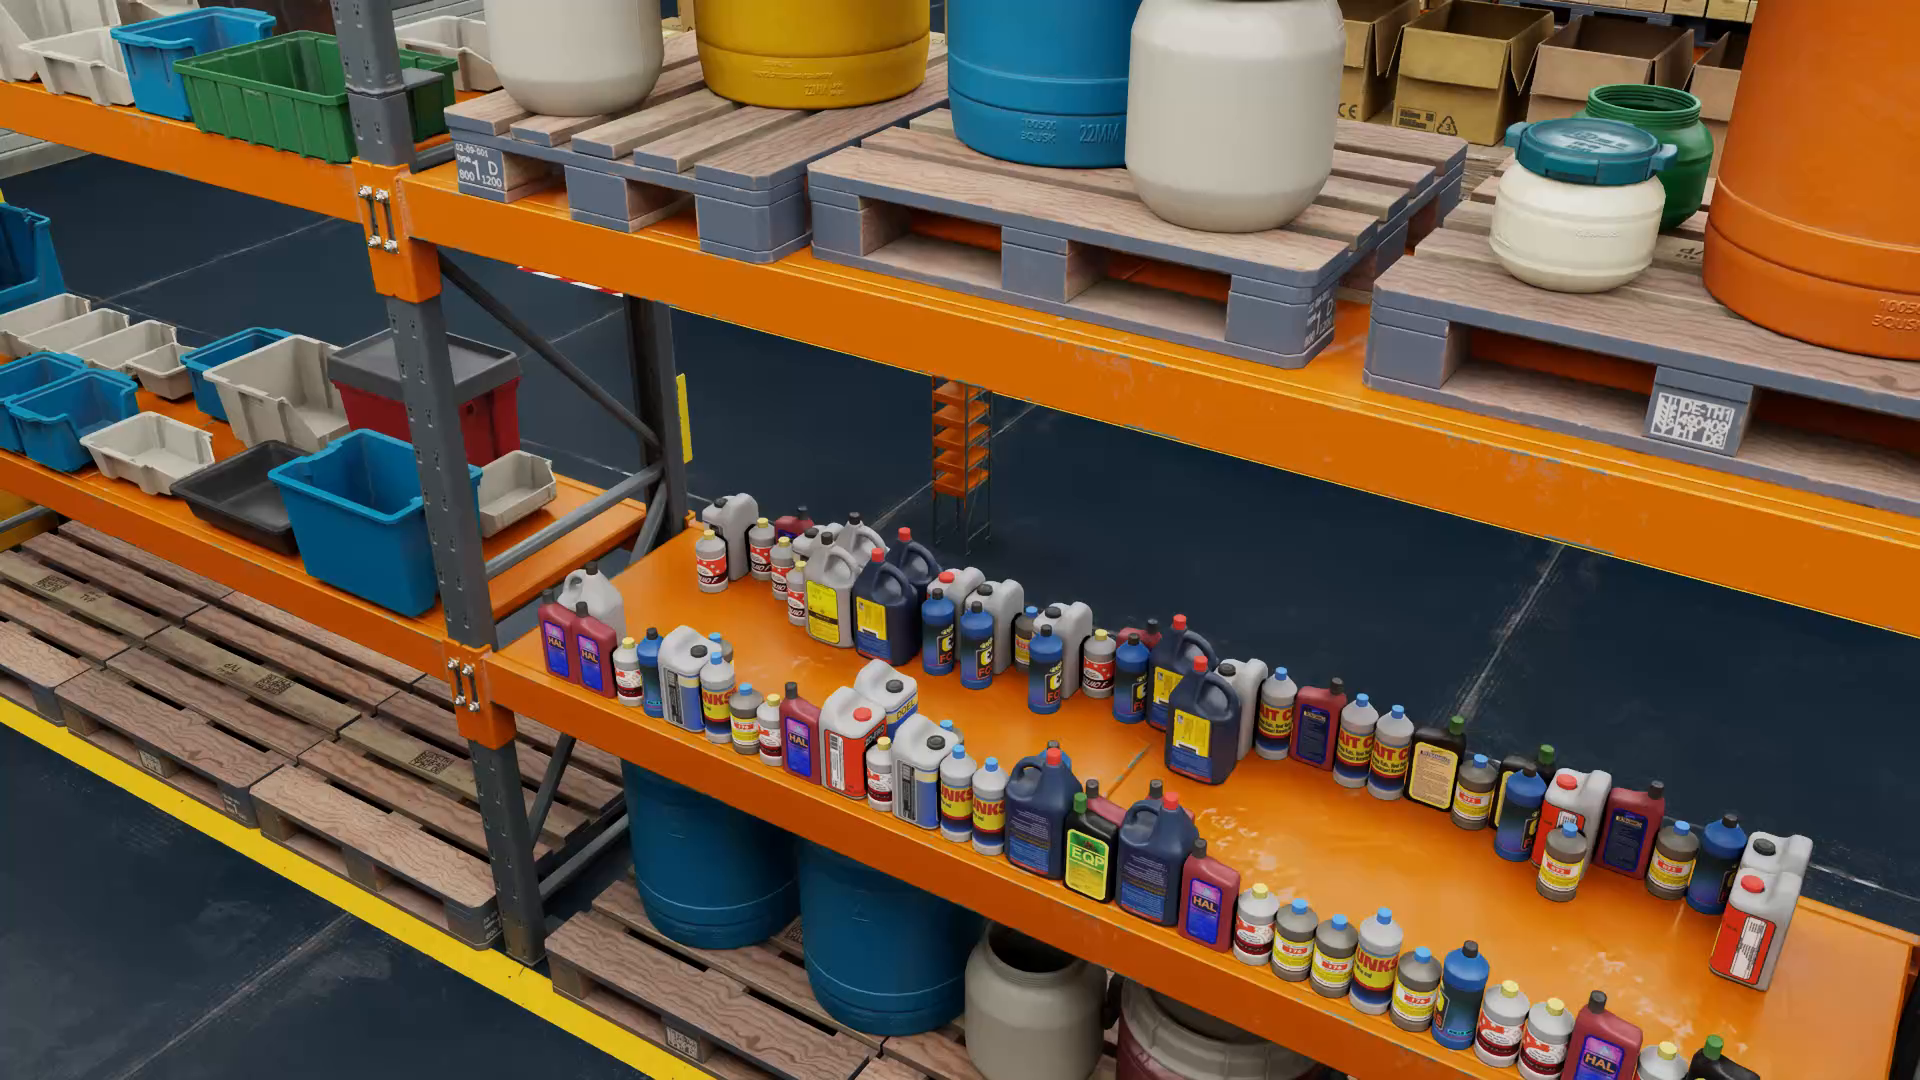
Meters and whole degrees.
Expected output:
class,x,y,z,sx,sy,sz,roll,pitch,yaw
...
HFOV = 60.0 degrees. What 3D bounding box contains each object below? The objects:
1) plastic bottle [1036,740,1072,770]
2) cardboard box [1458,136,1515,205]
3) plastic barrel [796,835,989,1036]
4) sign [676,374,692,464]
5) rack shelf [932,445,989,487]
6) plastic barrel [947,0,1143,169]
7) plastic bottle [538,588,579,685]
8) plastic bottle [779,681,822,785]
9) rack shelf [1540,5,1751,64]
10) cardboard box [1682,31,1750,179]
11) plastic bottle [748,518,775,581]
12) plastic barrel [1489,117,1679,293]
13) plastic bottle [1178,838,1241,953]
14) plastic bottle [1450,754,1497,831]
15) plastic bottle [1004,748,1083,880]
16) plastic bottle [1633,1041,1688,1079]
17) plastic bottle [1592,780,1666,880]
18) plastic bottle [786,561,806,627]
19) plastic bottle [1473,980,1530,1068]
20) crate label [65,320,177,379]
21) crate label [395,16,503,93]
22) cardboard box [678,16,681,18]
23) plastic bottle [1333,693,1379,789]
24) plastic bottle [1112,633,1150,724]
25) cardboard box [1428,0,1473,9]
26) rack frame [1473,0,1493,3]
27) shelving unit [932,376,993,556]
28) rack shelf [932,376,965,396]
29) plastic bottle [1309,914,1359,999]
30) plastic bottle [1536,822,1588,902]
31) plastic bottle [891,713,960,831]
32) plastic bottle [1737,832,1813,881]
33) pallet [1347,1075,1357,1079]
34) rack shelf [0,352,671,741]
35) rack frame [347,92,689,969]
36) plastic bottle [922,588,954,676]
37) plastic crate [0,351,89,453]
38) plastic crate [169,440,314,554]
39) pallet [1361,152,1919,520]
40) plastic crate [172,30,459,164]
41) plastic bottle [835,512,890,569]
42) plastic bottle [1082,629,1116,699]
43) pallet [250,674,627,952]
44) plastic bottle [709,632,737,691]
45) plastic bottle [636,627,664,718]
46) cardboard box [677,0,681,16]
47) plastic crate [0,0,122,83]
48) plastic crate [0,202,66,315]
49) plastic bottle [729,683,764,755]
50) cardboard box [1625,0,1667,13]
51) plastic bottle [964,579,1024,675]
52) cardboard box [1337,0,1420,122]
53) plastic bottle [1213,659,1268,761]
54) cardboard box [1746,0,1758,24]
class,x,y,z,sx,sy,sz,roll,pitch,yaw
plastic bottle,0.238,0.637,4.310,0.097,0.271,0.097,0,30,0
cardboard box,2.483,-1.708,8.101,0.500,0.500,0.500,17,34,26
plastic barrel,-0.206,1.019,5.193,0.708,0.901,0.600,18,35,27
sign,-0.963,-0.403,5.689,0.005,0.325,0.100,18,35,27
rack shelf,0.012,-0.372,8.024,0.180,0.103,0.258,18,35,27
plastic barrel,0.270,-1.351,3.698,0.708,0.901,0.600,18,35,27
plastic bottle,-1.173,0.282,4.906,0.133,0.283,0.061,18,35,27
plastic bottle,-0.421,0.519,4.499,0.133,0.283,0.061,18,35,27
rack shelf,5.792,-3.406,11.826,4.000,0.370,1.077,18,35,27
cardboard box,3.603,-1.947,7.515,0.637,0.503,0.797,18,35,28
plastic bottle,-0.639,0.024,5.430,0.097,0.201,0.097,0,30,0
plastic barrel,1.145,-0.620,3.079,0.301,0.262,0.301,0,30,0
plastic bottle,0.593,0.840,3.949,0.133,0.283,0.061,18,35,27
plastic bottle,1.348,0.652,4.353,0.097,0.201,0.097,0,30,0
plastic bottle,0.211,0.666,4.181,0.185,0.351,0.144,18,35,27
plastic bottle,1.473,1.143,3.511,0.097,0.201,0.097,0,30,0
plastic bottle,1.682,0.711,4.170,0.133,0.283,0.061,18,35,27
plastic bottle,-0.493,0.160,5.196,0.097,0.201,0.097,0,30,0
plastic bottle,1.195,1.055,3.661,0.097,0.201,0.097,0,30,0
crate label,-3.371,-0.744,6.750,0.243,0.136,0.396,18,35,27
crate label,-1.518,-1.485,5.104,0.466,0.136,0.293,18,35,27
cardboard box,-1.460,-3.282,10.752,0.500,0.250,0.500,17,34,27
plastic bottle,1.070,0.534,4.486,0.097,0.271,0.097,0,30,0
plastic bottle,0.489,0.386,4.739,0.097,0.271,0.097,0,30,0
cardboard box,3.732,-4.121,12.586,0.250,0.149,0.380,17,34,27
rack frame,4.099,-4.253,12.563,0.127,3.000,1.000,18,35,27
shelving unit,0.012,-0.514,7.941,0.189,1.200,0.258,18,35,27
rack shelf,0.012,-0.787,7.782,0.180,0.103,0.258,18,35,27
plastic bottle,0.866,0.951,3.840,0.097,0.201,0.097,0,30,0
plastic bottle,1.494,0.789,4.119,0.097,0.201,0.097,0,30,0
plastic bottle,-0.087,0.601,4.366,0.135,0.276,0.152,18,35,27
plastic bottle,1.936,0.822,3.987,0.135,0.276,0.152,18,35,27
pallet,1.441,2.033,4.555,1.213,0.211,1.003,18,35,27
rack shelf,-2.951,-0.274,6.457,4.000,0.370,1.077,18,35,27
rack frame,-1.257,-0.049,5.358,0.127,3.000,1.000,18,35,27
plastic bottle,-0.065,0.265,4.946,0.097,0.271,0.097,0,30,0
plastic crate,-3.496,-0.515,6.263,0.300,0.233,0.416,18,35,27
plastic crate,-2.348,-0.141,5.729,0.590,0.125,0.437,18,35,27
pallet,1.535,-0.438,3.235,1.213,0.211,1.003,18,35,27
plastic crate,-1.777,-1.238,4.628,0.662,0.188,0.450,18,35,27
plastic bottle,-0.305,0.079,5.187,0.185,0.351,0.144,18,35,27
plastic bottle,0.408,0.355,4.862,0.097,0.201,0.097,0,30,0
pallet,-1.901,0.975,6.369,1.213,0.211,1.003,18,35,27
plastic bottle,-0.707,0.363,4.848,0.097,0.201,0.097,0,30,0
plastic bottle,-0.870,0.372,4.764,0.097,0.271,0.097,0,30,0
cardboard box,-1.459,-3.604,10.560,0.500,0.500,0.500,18,35,28
plastic crate,-2.932,-1.640,5.225,0.530,0.282,0.437,18,35,27
plastic crate,-4.262,-1.152,7.153,0.499,0.435,0.616,18,35,27
plastic bottle,-0.592,0.490,4.630,0.097,0.201,0.097,0,30,0
cardboard box,4.847,-3.816,11.647,0.250,0.149,0.380,18,35,28
plastic bottle,0.099,0.241,4.983,0.135,0.276,0.152,18,35,27
cardboard box,1.921,-2.472,8.416,0.637,0.503,0.797,17,34,26
plastic bottle,0.762,0.451,4.624,0.135,0.276,0.152,18,35,27
cardboard box,5.508,-3.608,11.290,0.250,0.149,0.380,16,34,25
